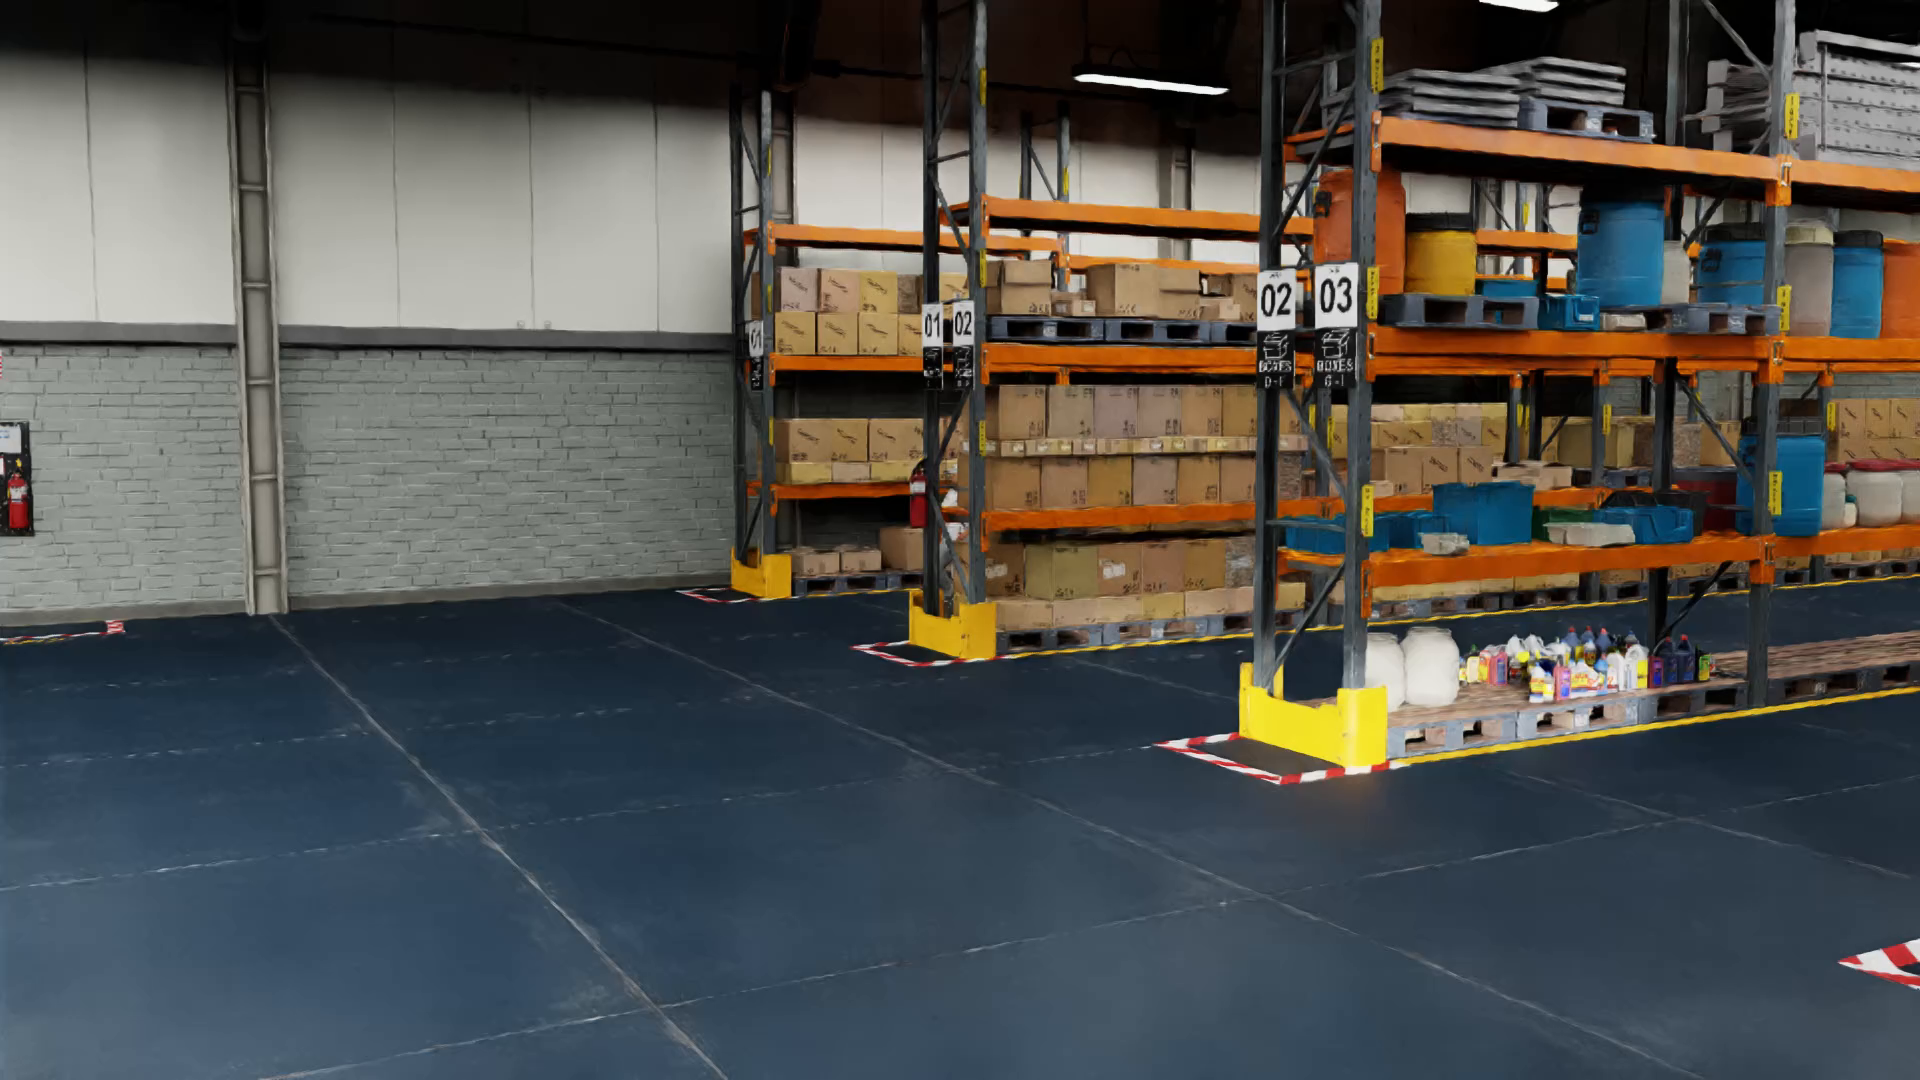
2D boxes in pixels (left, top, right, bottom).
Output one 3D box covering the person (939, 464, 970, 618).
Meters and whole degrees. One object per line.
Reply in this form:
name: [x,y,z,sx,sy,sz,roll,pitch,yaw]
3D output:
person: [-0.020,0.012,17.566,0.652,1.639,0.493,4,7,40]
